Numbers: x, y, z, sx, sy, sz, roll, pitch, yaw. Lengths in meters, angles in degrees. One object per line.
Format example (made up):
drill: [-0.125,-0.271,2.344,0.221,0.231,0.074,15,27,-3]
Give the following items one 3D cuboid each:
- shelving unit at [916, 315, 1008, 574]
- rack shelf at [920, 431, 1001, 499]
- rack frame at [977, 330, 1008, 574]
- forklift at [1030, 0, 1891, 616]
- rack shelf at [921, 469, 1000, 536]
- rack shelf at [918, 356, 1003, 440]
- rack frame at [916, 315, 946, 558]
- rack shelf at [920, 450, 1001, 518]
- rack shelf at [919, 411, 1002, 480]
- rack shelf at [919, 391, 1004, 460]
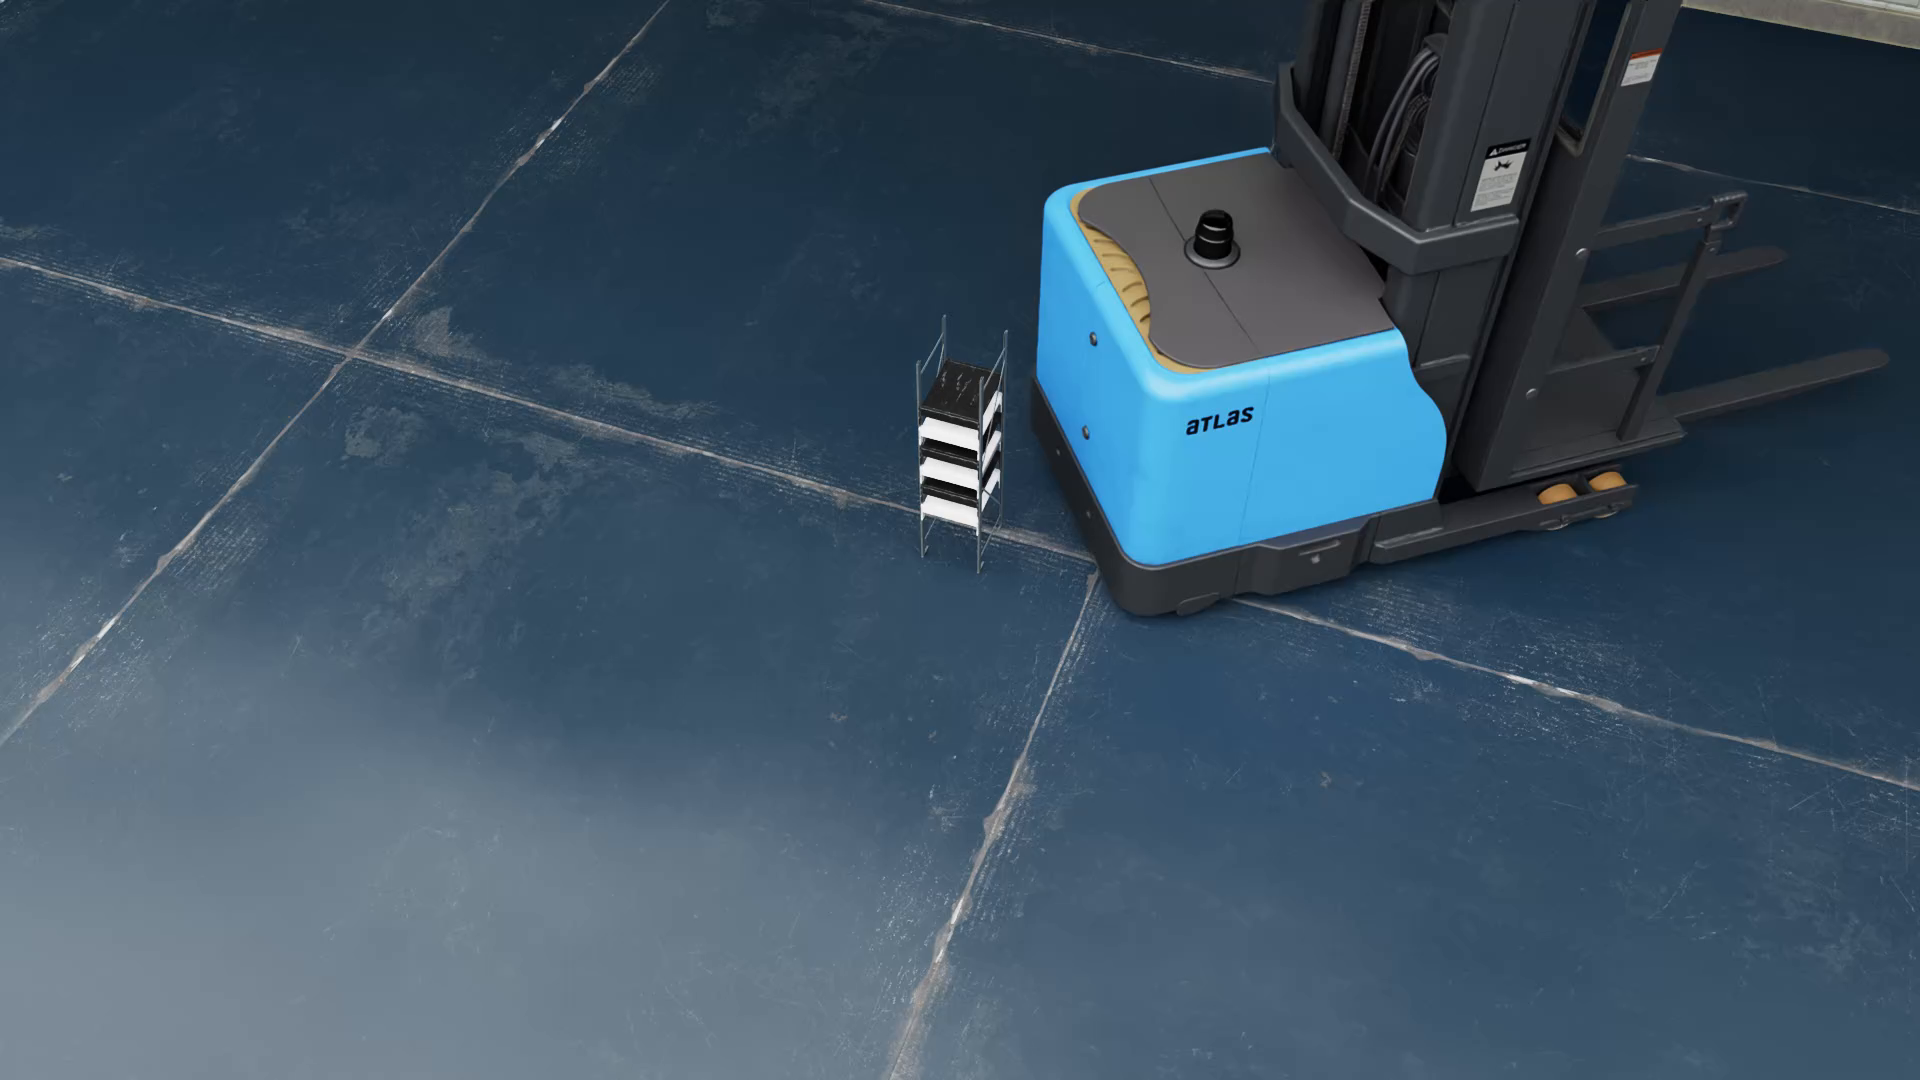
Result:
shelving unit: [0.008,-0.293,5.408,0.210,0.900,0.258,16,51,13]
rack shelf: [0.008,-0.271,5.433,0.200,0.077,0.258,16,51,13]
rack frame: [0.103,-0.266,5.385,0.006,0.900,0.240,16,51,13]
forklift: [1.829,-1.364,4.992,3.031,2.935,1.130,-13,50,-11]
rack shelf: [0.008,-0.153,5.569,0.200,0.077,0.258,16,51,13]
rack shelf: [0.008,-0.448,5.229,0.200,0.077,0.258,16,51,13]
rack frame: [-0.088,-0.319,5.431,0.006,0.900,0.240,16,51,13]
rack shelf: [0.008,-0.212,5.501,0.200,0.077,0.258,16,51,13]
rack shelf: [0.008,-0.330,5.365,0.200,0.077,0.258,16,51,13]
rack shelf: [0.008,-0.389,5.297,0.200,0.077,0.258,16,51,13]
